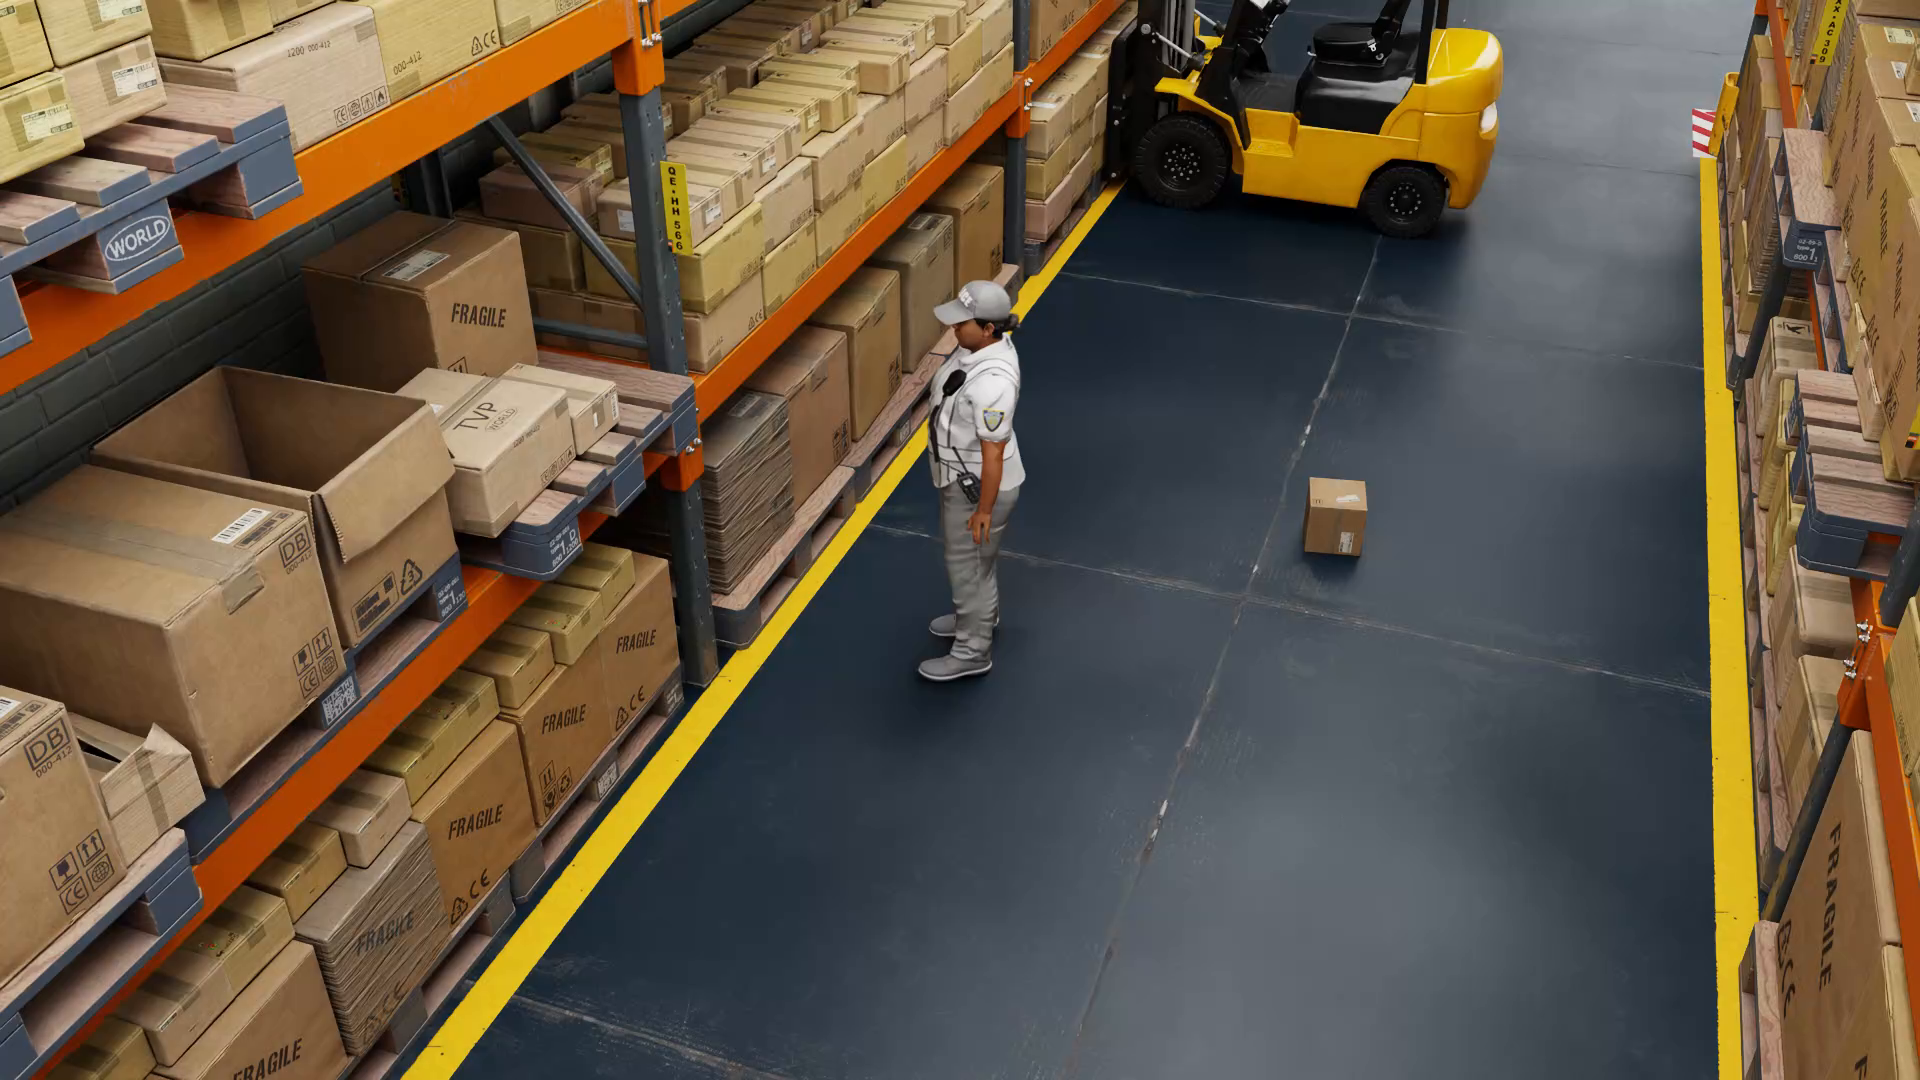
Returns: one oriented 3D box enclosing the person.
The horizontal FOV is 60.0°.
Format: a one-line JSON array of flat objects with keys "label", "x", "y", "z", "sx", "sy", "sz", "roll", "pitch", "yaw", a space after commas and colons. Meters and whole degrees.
[{"label": "person", "x": 0.056, "y": -0.227, "z": 6.480, "sx": 0.381, "sy": 1.676, "sz": 0.483, "roll": -2, "pitch": 34, "yaw": -4}]
